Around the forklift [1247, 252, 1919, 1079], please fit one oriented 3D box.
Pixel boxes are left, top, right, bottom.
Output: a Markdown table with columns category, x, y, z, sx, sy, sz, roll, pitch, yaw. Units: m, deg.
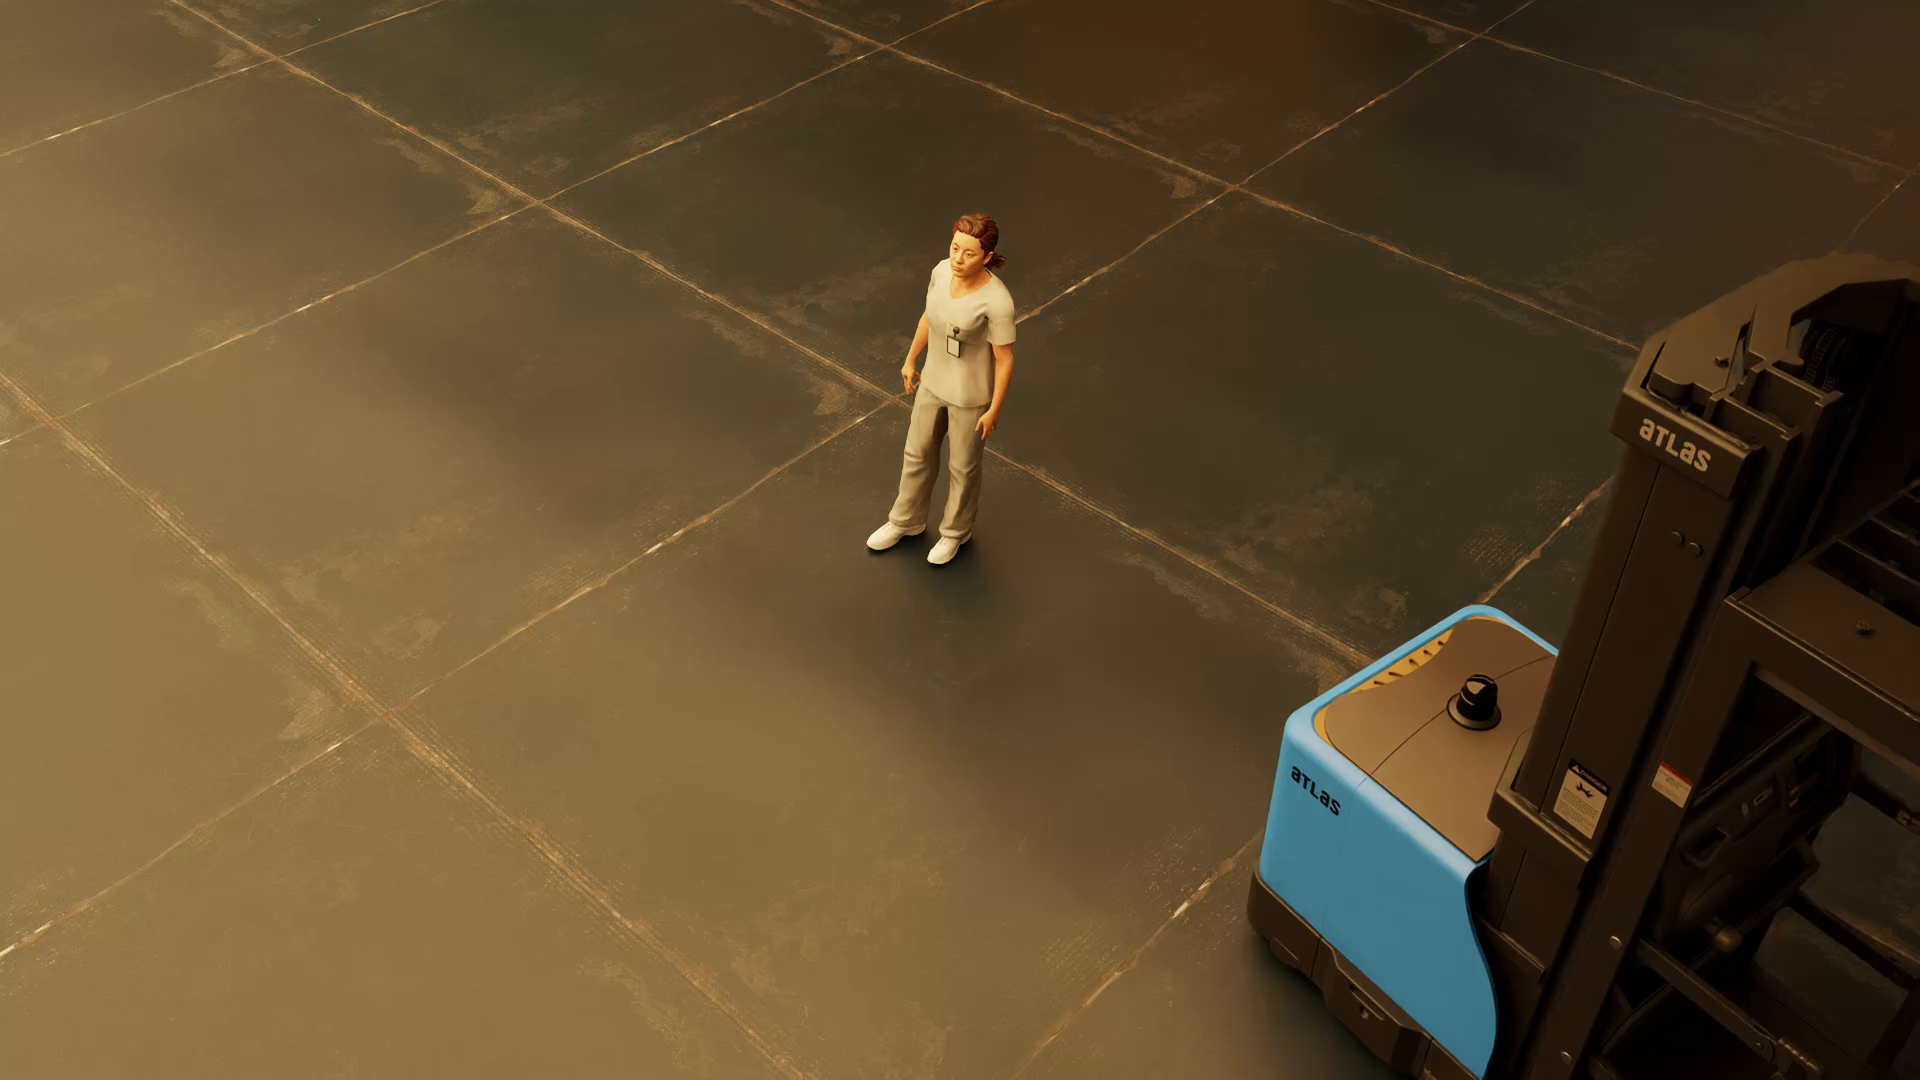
| category | x | y | z | sx | sy | sz | roll | pitch | yaw |
| --- | --- | --- | --- | --- | --- | --- | --- | --- | --- |
| forklift | 2.319 | 0.860 | 4.426 | 1.130 | 2.935 | 3.031 | -26 | 47 | -27 |

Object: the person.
| category | x | y | z | sx | sy | sz | roll | pitch | yaw |
| --- | --- | --- | --- | --- | --- | --- | --- | --- | --- |
| person | -0.060 | -0.612 | 7.095 | 0.549 | 1.675 | 0.549 | 31 | 49 | 31 |
